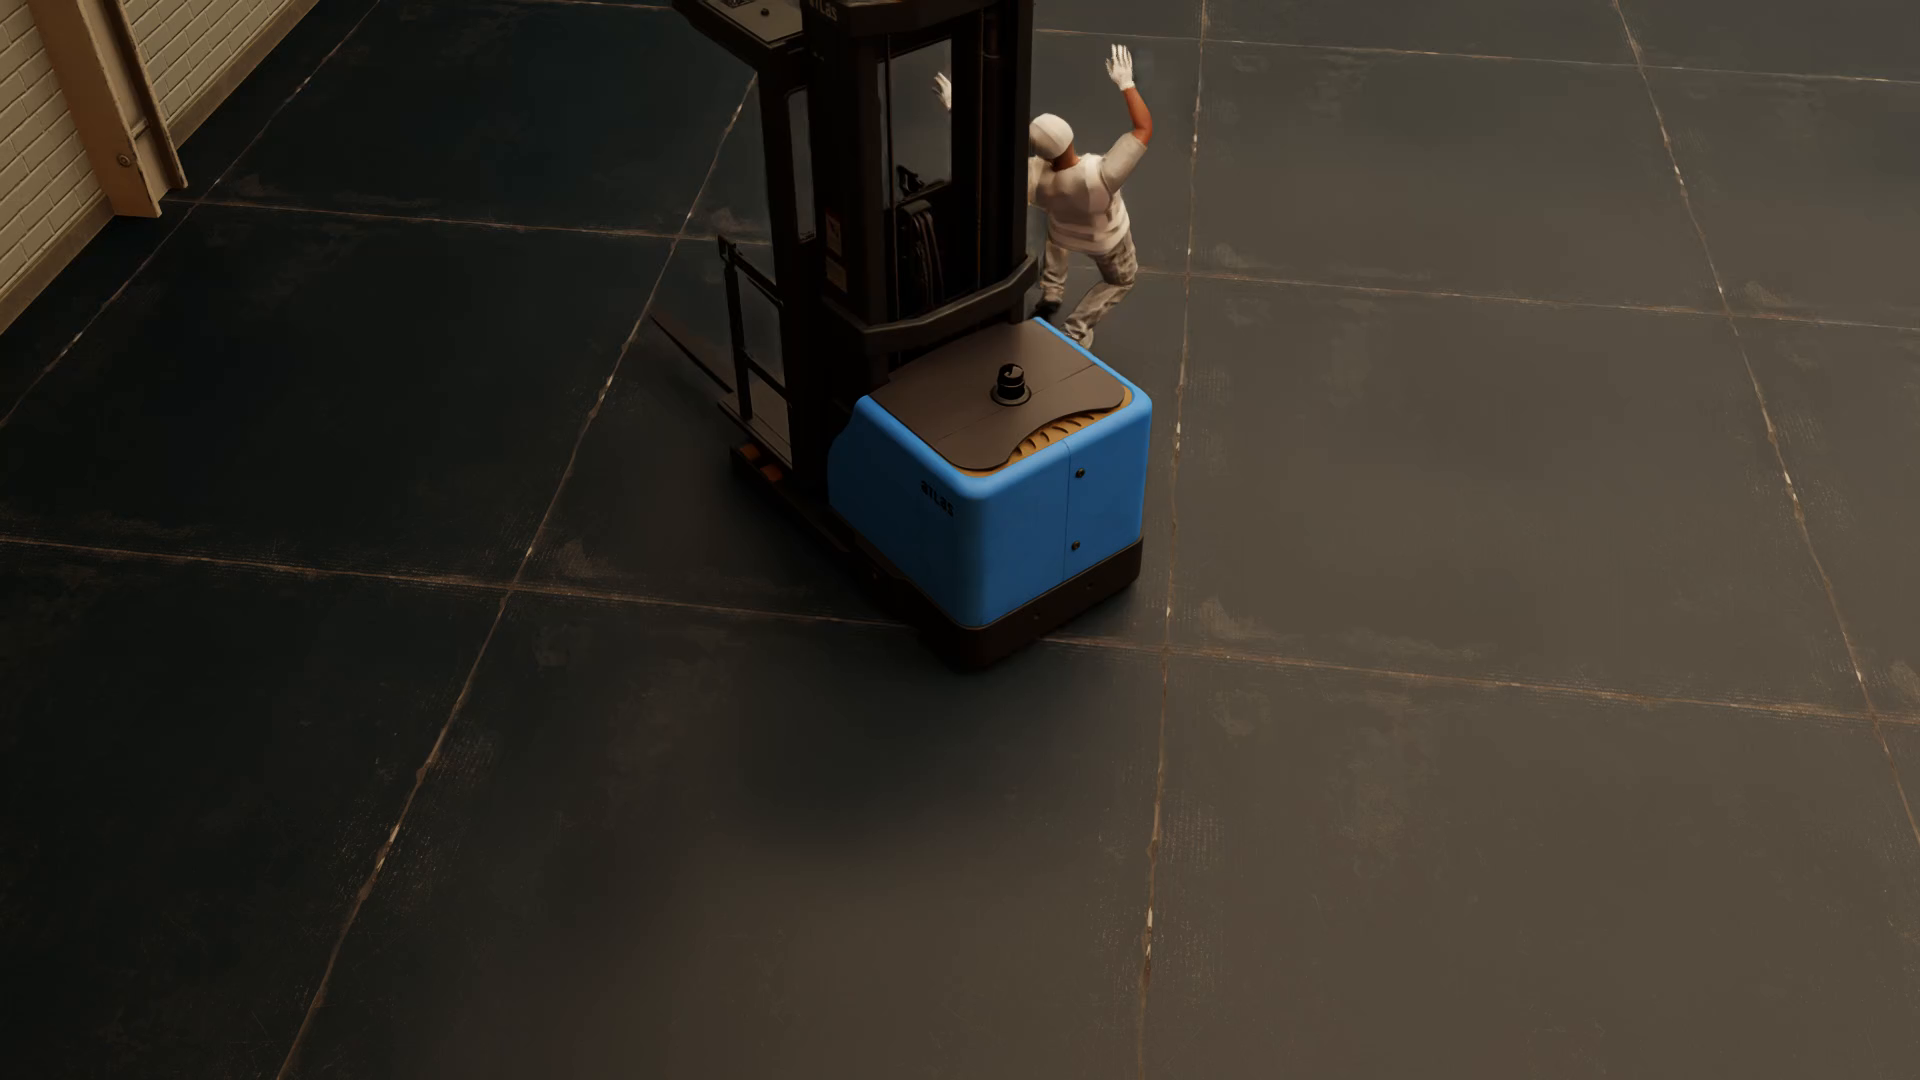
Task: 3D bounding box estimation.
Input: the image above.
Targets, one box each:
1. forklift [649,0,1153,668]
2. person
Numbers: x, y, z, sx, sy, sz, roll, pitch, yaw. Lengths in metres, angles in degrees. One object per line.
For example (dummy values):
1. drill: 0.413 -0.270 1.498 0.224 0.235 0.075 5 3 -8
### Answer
1. forklift: -0.473 -1.469 7.324 1.130 2.935 3.031 -28 49 -27
2. person: 0.433 -1.780 8.609 1.122 1.684 0.822 19 46 19
